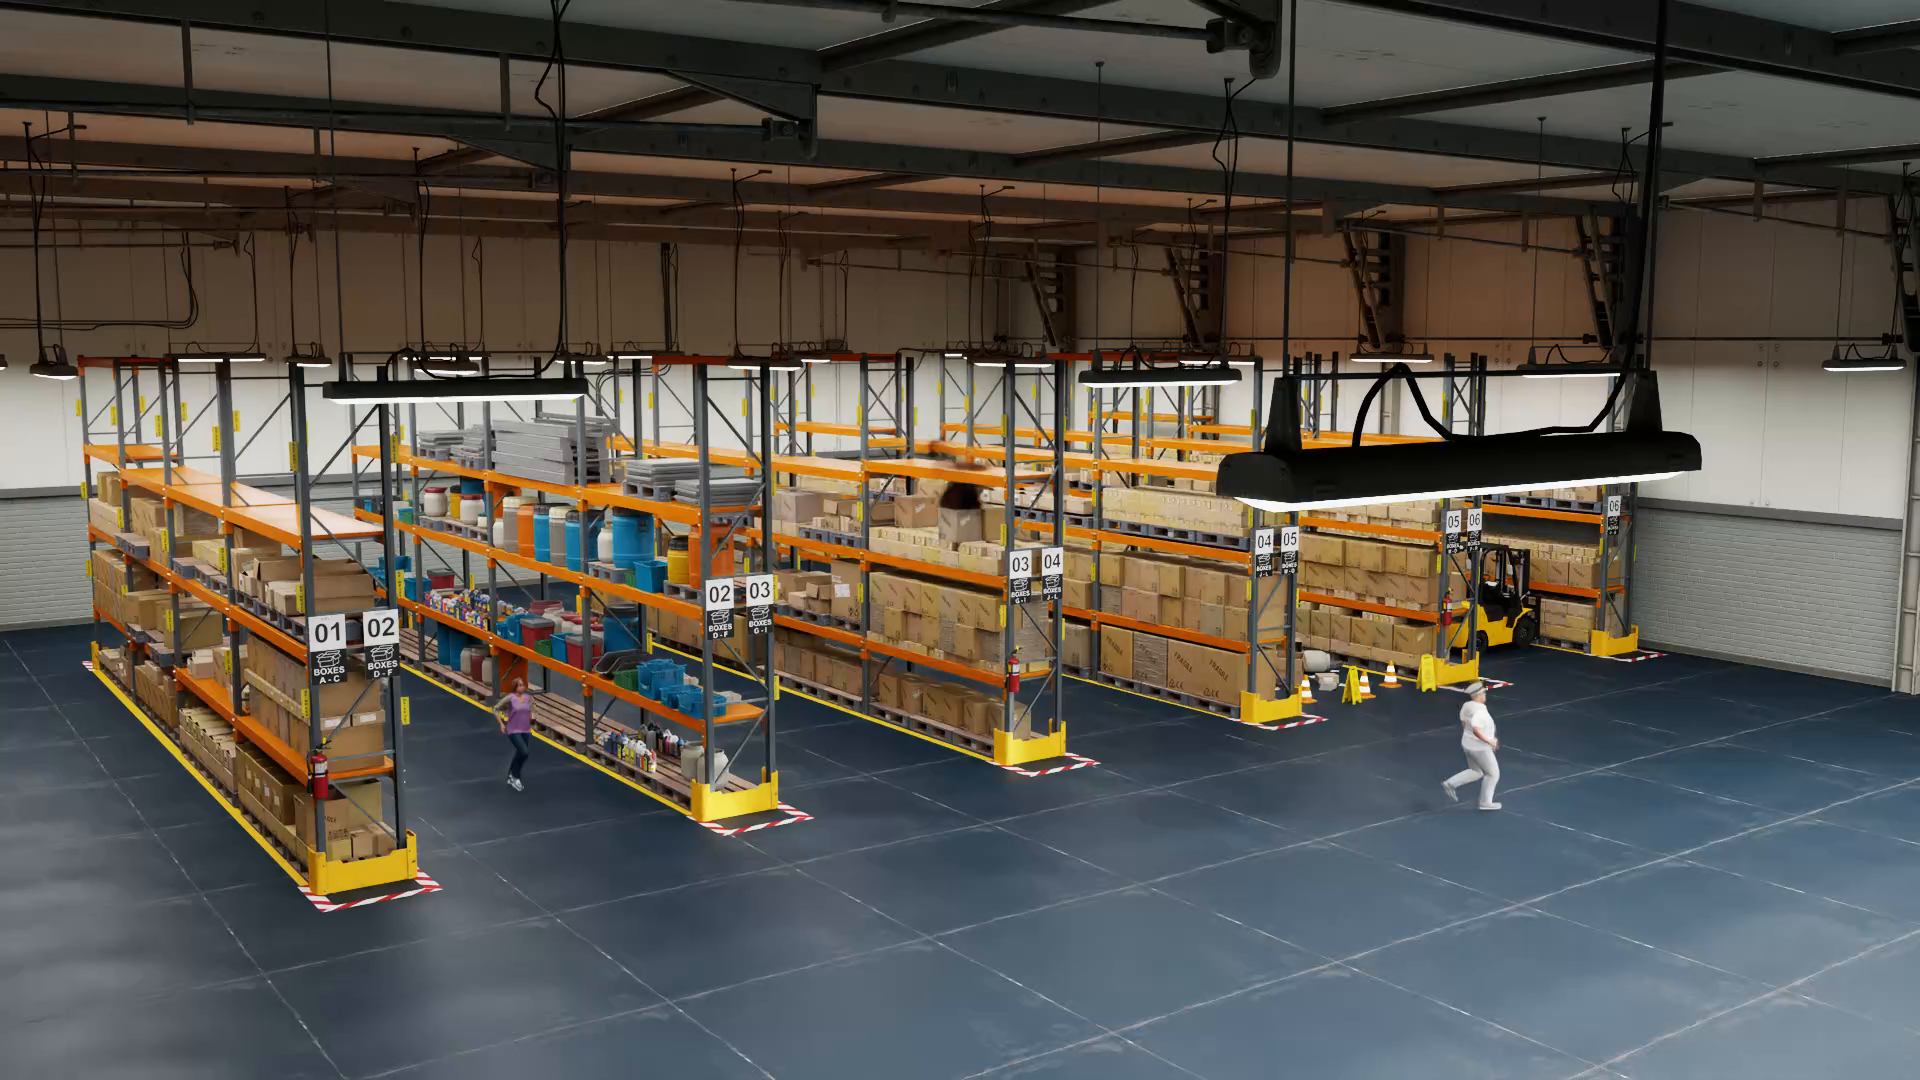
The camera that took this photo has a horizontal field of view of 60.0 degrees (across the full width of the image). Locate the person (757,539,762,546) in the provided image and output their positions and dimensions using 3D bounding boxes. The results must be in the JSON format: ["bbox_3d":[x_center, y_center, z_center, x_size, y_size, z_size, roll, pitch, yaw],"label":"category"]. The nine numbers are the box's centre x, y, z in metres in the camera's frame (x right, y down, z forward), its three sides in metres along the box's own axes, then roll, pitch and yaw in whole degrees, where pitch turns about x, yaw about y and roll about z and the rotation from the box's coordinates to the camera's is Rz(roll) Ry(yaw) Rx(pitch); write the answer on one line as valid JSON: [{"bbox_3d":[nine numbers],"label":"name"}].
[{"bbox_3d":[-4.618,0.809,38.438,0.741,1.770,0.628,-5,8,-33],"label":"person"}]

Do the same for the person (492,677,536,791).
[{"bbox_3d":[-6.183,2.714,23.316,0.625,1.585,0.510,5,9,37],"label":"person"}]

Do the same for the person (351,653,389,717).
[{"bbox_3d":[-9.768,2.113,27.621,0.653,1.802,0.720,-6,9,-40],"label":"person"}]

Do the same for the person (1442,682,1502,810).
[{"bbox_3d":[6.924,2.762,22.333,0.780,1.740,0.671,-1,7,-6],"label":"person"}]
